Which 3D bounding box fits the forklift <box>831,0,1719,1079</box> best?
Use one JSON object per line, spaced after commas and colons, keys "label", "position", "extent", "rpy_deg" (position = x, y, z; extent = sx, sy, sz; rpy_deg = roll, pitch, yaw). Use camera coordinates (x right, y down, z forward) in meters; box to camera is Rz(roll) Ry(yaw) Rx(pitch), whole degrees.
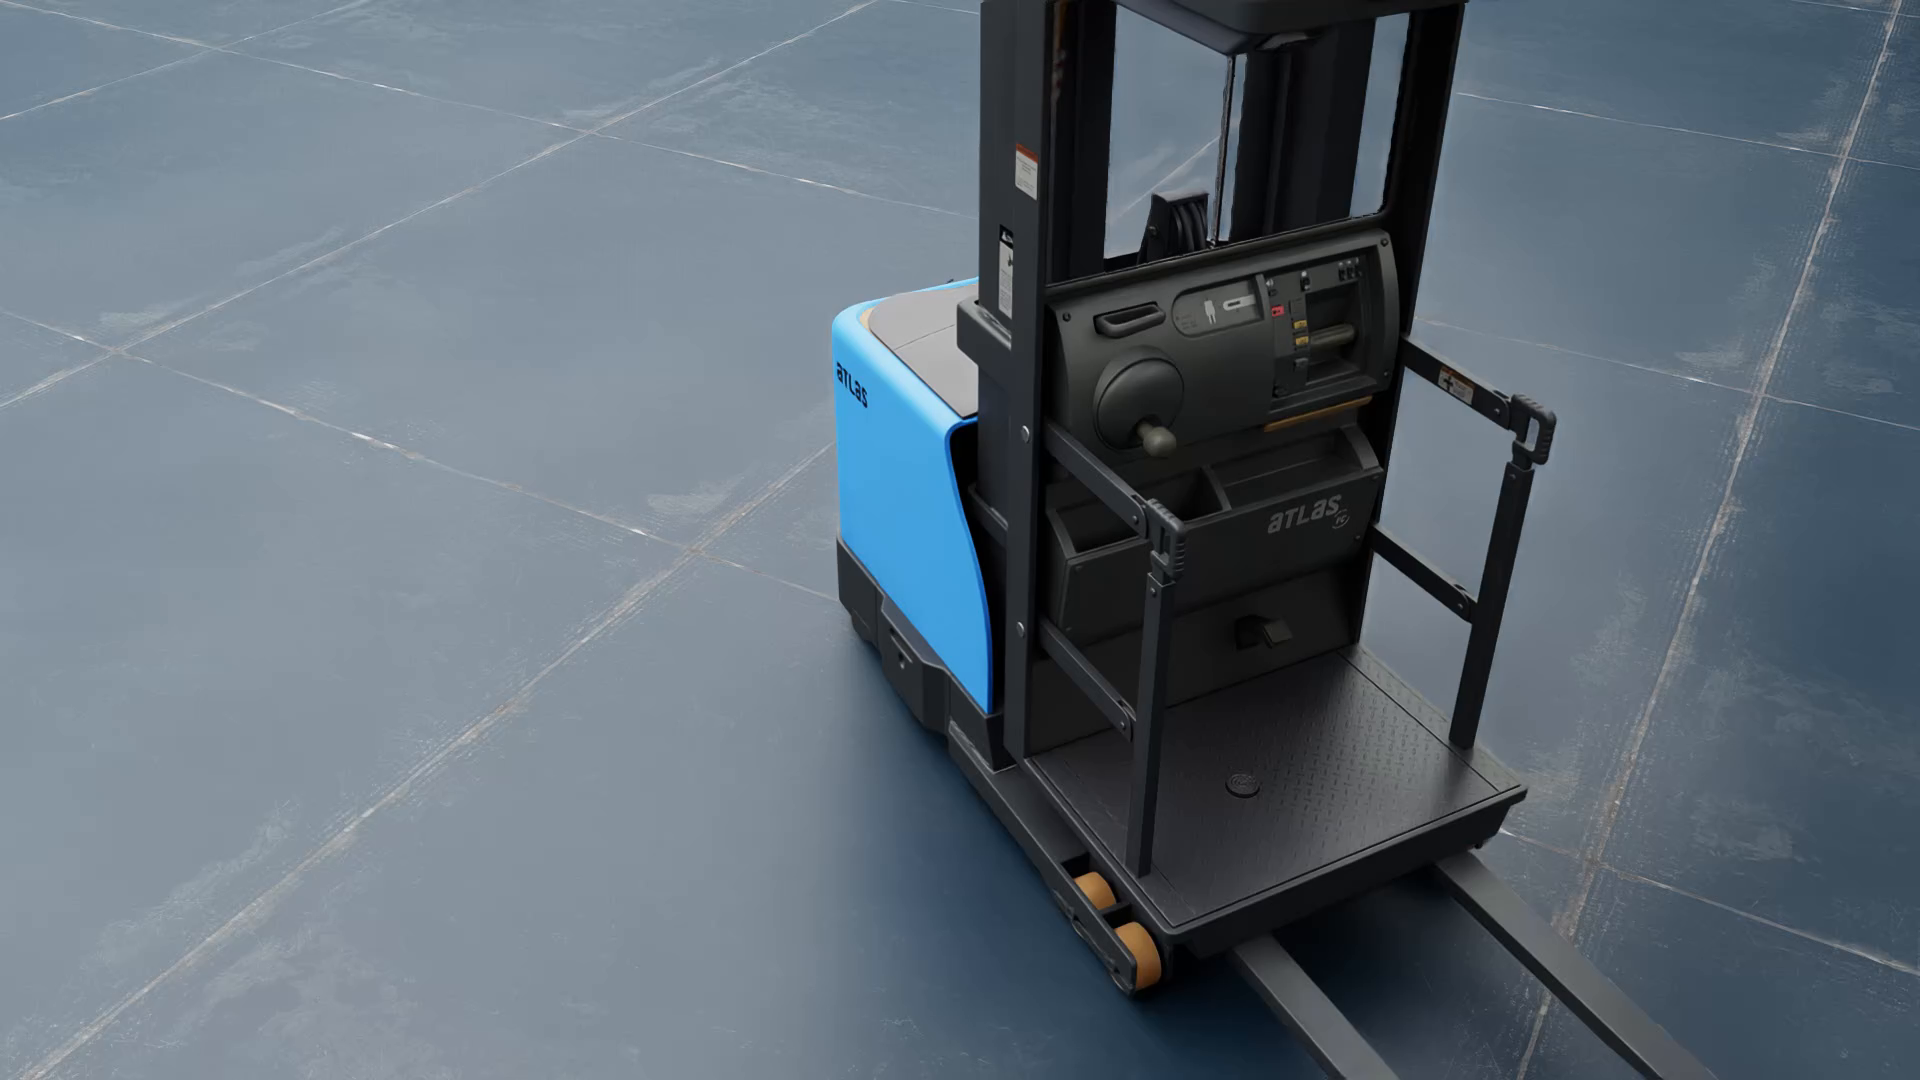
{"label": "forklift", "position": [0.736, -0.398, 3.703], "extent": [1.130, 2.935, 3.031], "rpy_deg": [-16, 37, -23]}

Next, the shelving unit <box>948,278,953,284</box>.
{"label": "shelving unit", "position": [-0.003, -0.390, 5.524], "extent": [0.210, 0.900, 0.258], "rpy_deg": [20, 38, 27]}

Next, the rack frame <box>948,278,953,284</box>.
{"label": "rack frame", "position": [-0.088, -0.421, 5.570], "extent": [0.006, 0.900, 0.240], "rpy_deg": [20, 38, 27]}
